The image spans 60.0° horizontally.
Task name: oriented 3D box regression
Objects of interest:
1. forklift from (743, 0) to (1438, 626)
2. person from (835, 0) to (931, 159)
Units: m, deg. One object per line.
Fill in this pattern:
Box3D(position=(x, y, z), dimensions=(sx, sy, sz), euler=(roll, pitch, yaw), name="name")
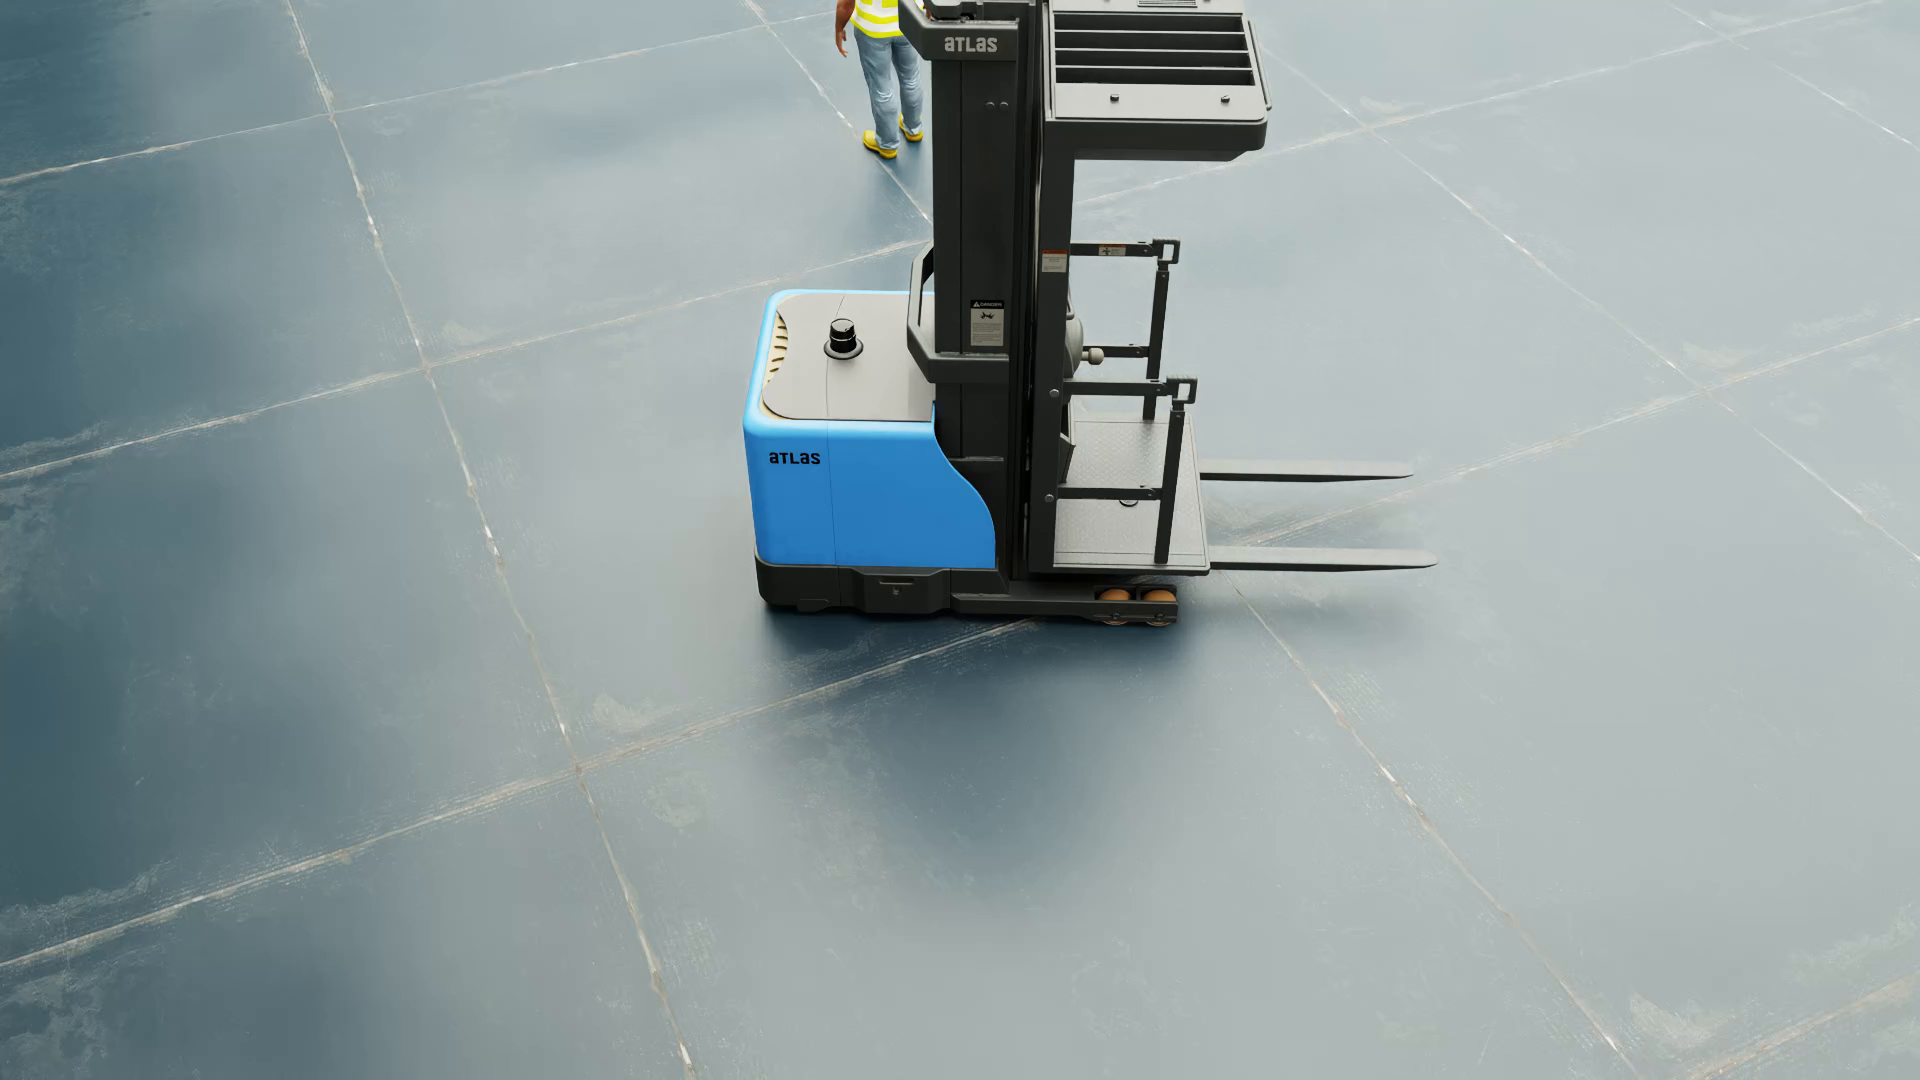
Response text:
Box3D(position=(0.619, -1.059, 6.815), dimensions=(3.031, 2.935, 1.130), euler=(1, 43, 1), name="forklift")
Box3D(position=(-0.462, -3.106, 9.852), dimensions=(0.665, 1.765, 0.577), euler=(-20, 47, -20), name="person")
